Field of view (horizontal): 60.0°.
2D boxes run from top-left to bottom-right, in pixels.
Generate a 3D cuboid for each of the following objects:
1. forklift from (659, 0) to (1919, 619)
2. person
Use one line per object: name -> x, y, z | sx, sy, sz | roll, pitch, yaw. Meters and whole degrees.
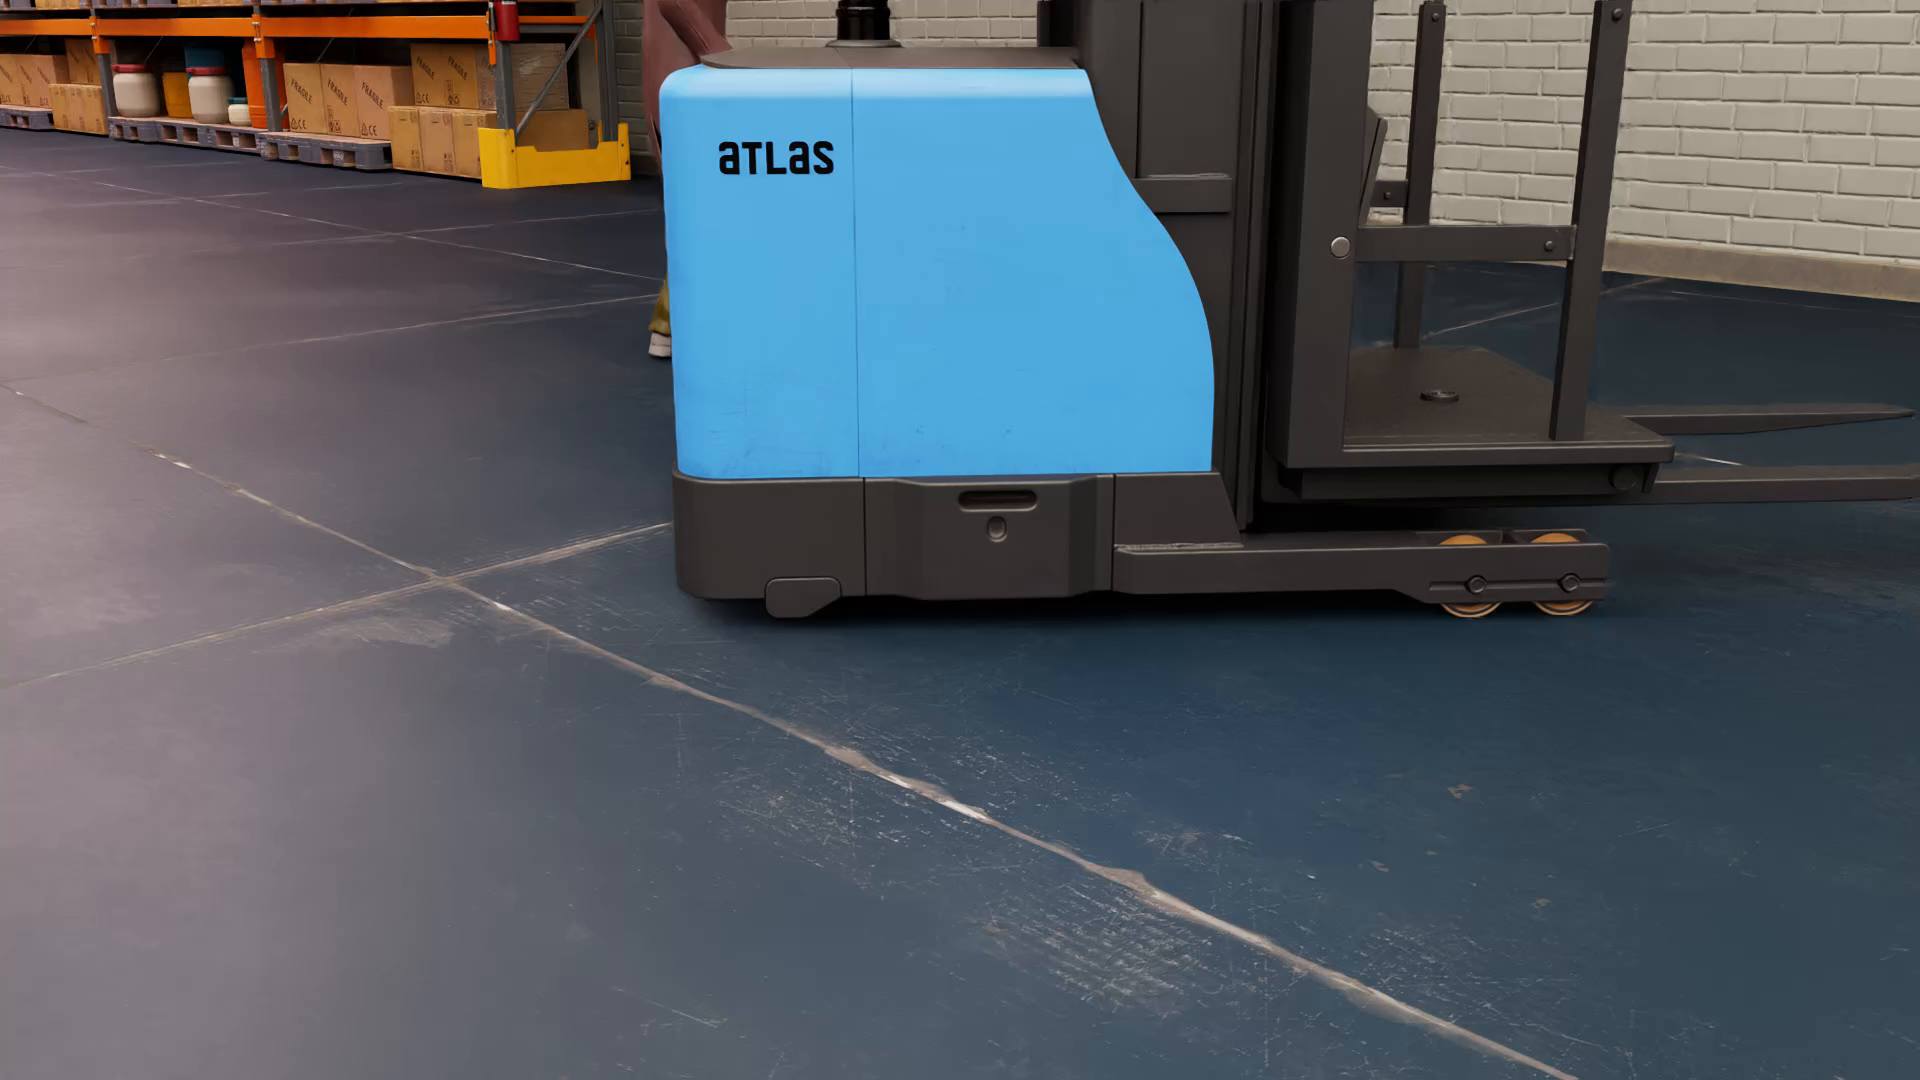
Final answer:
forklift -> 0.912, -1.397, 3.450 | 3.031, 2.935, 1.130 | -1, 17, -4
person -> -0.869, -1.519, 5.867 | 0.552, 1.753, 0.790 | -7, 19, -23
